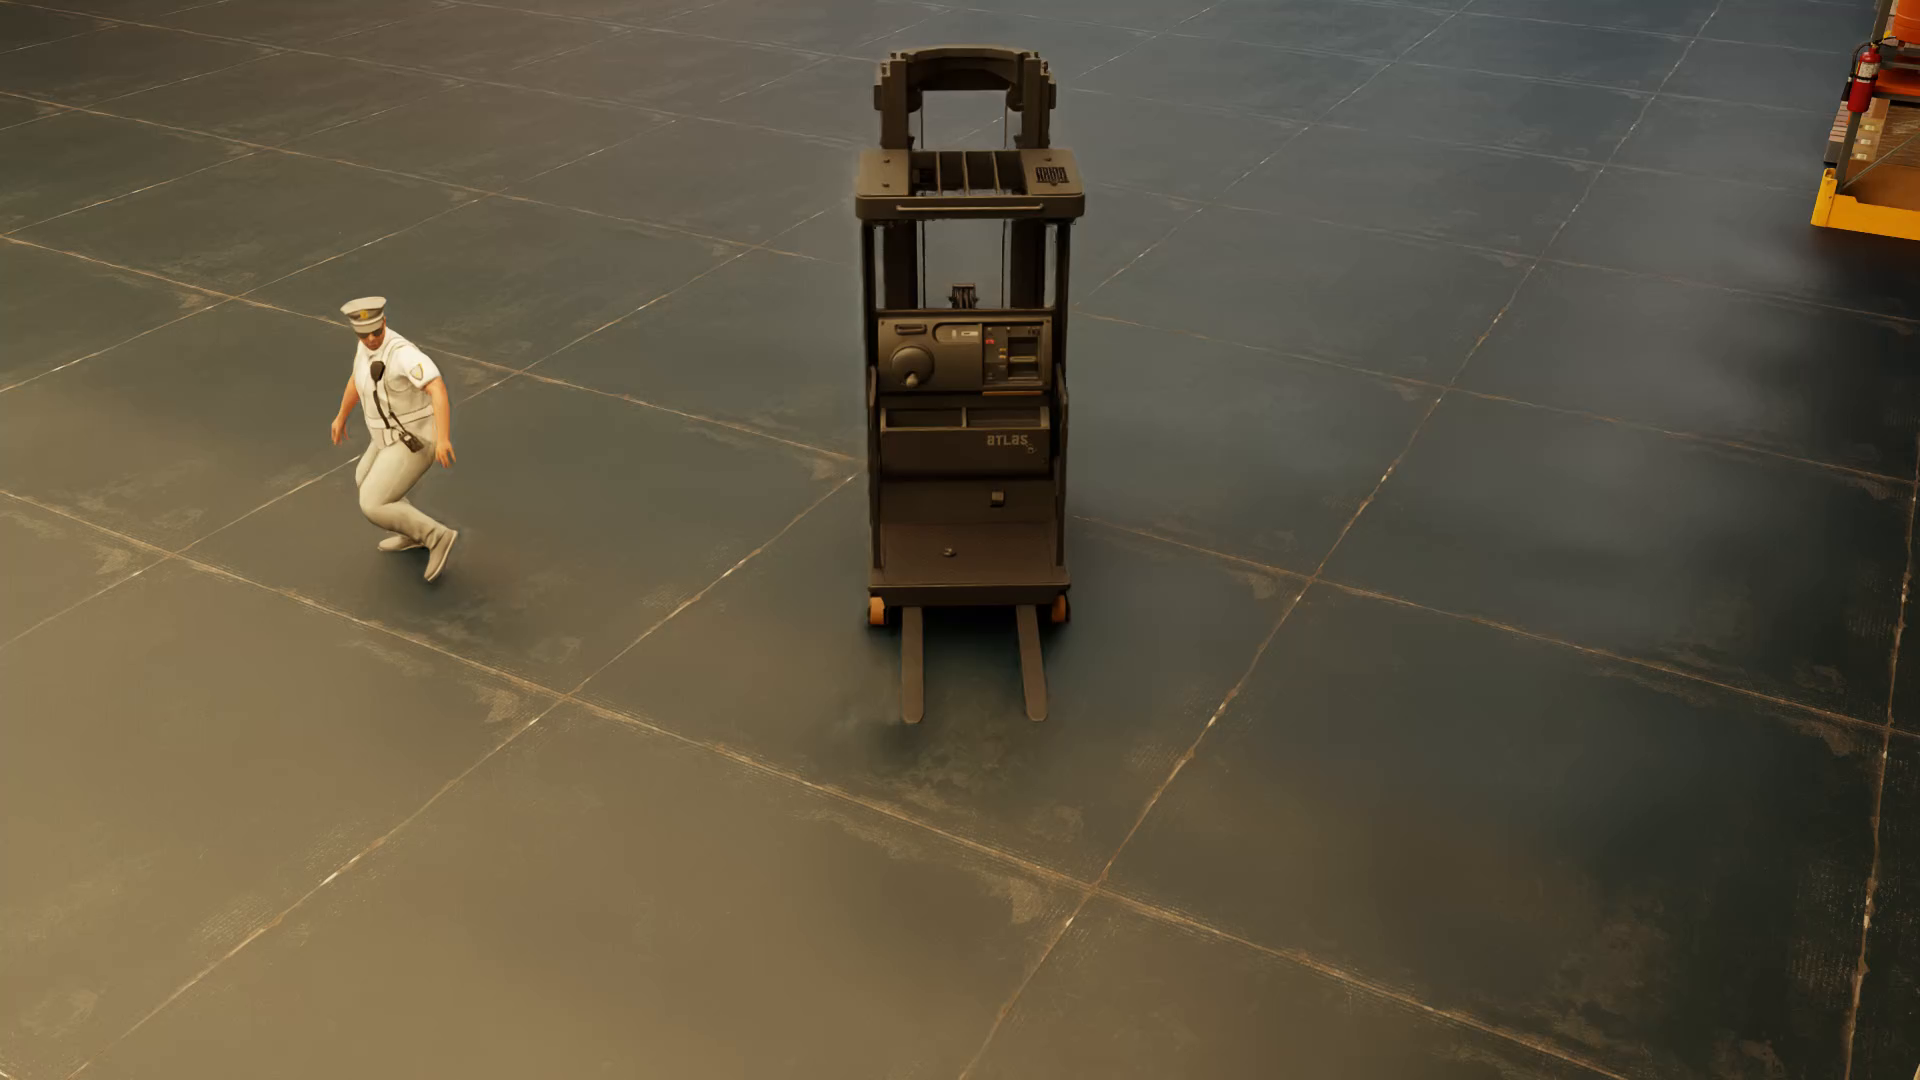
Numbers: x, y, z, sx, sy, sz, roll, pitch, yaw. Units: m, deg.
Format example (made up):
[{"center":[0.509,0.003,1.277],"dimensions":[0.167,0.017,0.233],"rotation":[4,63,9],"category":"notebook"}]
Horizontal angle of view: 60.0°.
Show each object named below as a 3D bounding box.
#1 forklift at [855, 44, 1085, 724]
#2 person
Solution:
[{"center":[0.037,-0.954,8.724],"dimensions":[1.130,2.935,3.031],"rotation":[-1,30,-1],"category":"forklift"},{"center":[-3.199,-0.574,9.387],"dimensions":[0.562,1.646,0.857],"rotation":[-16,34,-25],"category":"person"}]
